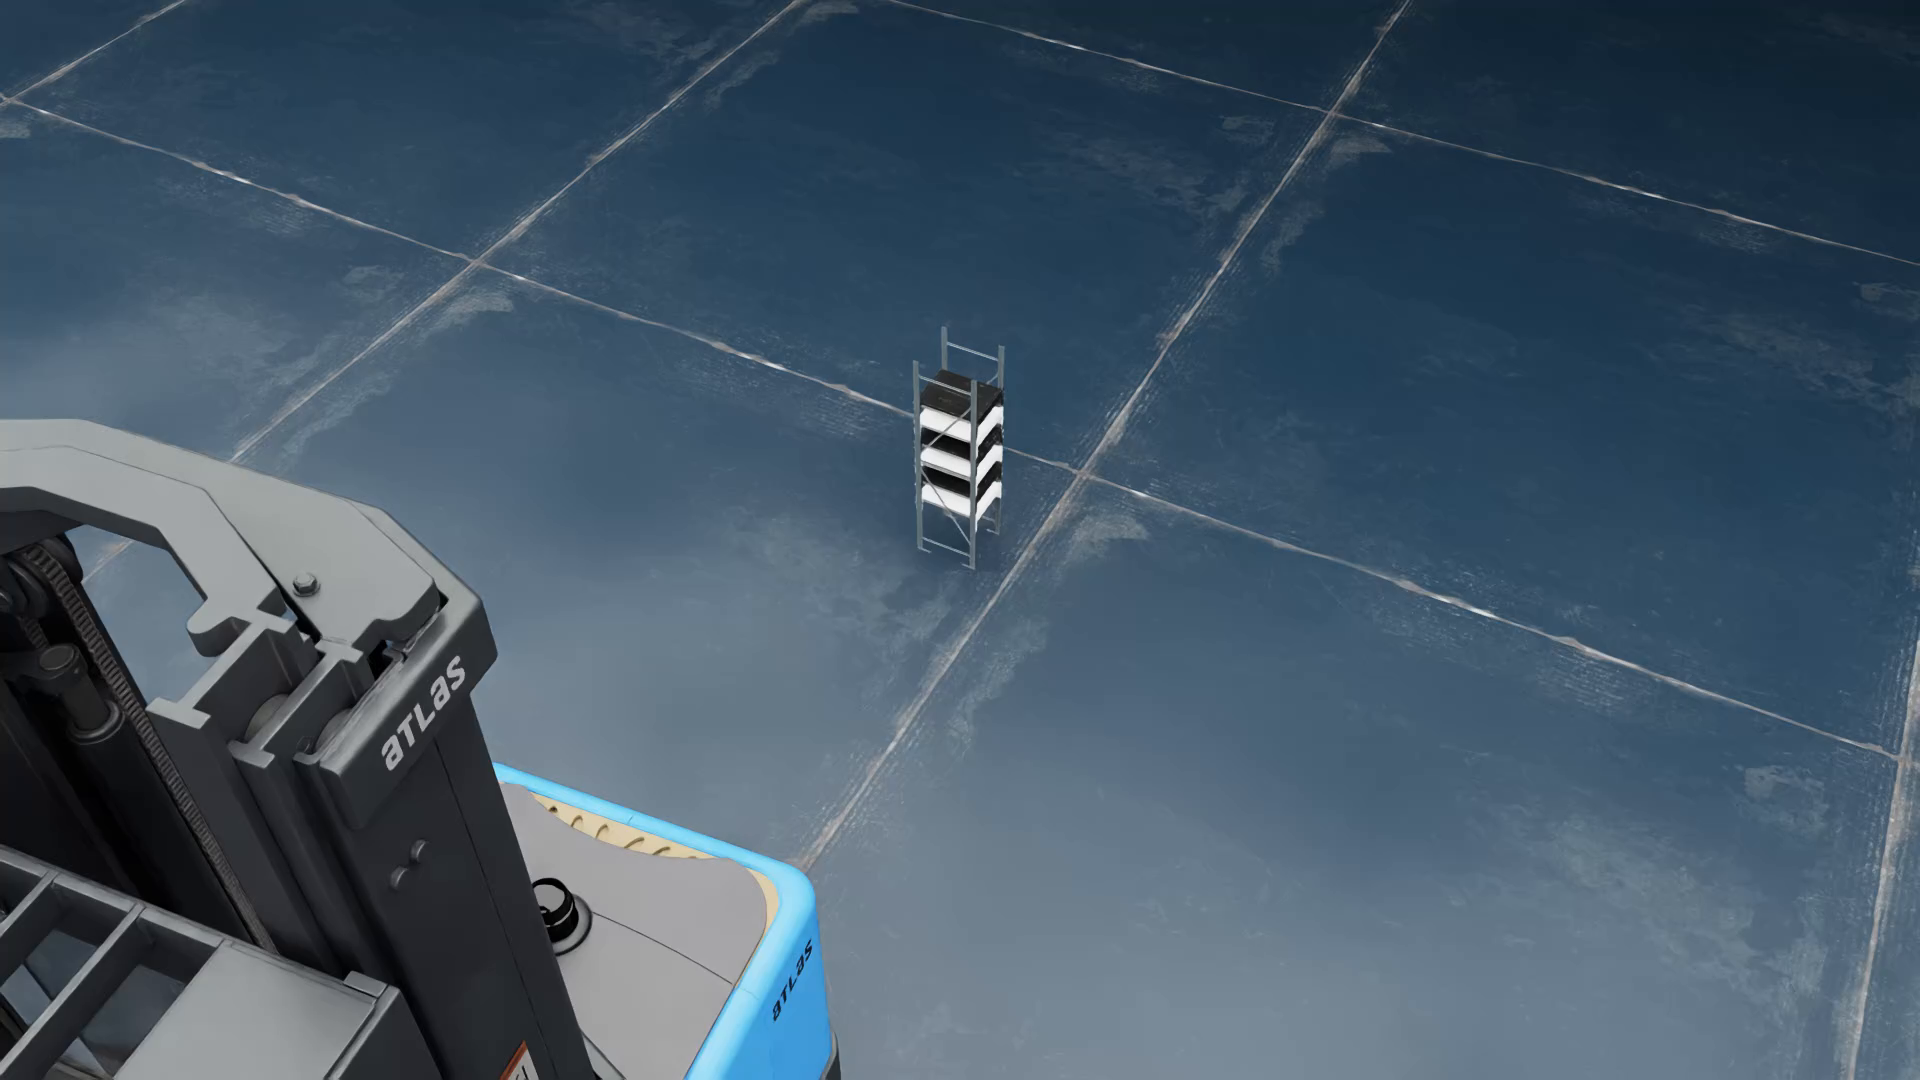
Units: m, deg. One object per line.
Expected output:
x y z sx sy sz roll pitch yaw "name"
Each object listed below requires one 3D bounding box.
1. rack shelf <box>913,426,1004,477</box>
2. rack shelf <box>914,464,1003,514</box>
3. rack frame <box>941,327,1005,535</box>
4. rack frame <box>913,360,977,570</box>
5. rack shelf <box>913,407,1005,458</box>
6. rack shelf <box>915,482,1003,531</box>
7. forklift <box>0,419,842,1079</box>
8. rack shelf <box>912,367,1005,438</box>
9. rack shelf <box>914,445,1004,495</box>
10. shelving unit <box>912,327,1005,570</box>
-0.004 -0.351 5.885 0.258 0.077 0.200 20 49 19 "rack shelf"
-0.004 -0.225 6.013 0.258 0.077 0.200 20 49 19 "rack shelf"
0.043 -0.375 5.988 0.240 0.900 0.006 20 49 19 "rack frame"
-0.051 -0.247 5.862 0.240 0.900 0.006 20 49 19 "rack frame"
-0.004 -0.414 5.821 0.258 0.077 0.200 20 49 19 "rack shelf"
-0.004 -0.161 6.077 0.258 0.077 0.200 20 49 19 "rack shelf"
-1.346 1.368 2.837 1.130 2.935 3.031 16 47 15 "forklift"
-0.004 -0.478 5.757 0.258 0.077 0.200 20 49 19 "rack shelf"
-0.004 -0.288 5.949 0.258 0.077 0.200 20 49 19 "rack shelf"
-0.004 -0.311 5.925 0.258 0.900 0.210 20 49 19 "shelving unit"
